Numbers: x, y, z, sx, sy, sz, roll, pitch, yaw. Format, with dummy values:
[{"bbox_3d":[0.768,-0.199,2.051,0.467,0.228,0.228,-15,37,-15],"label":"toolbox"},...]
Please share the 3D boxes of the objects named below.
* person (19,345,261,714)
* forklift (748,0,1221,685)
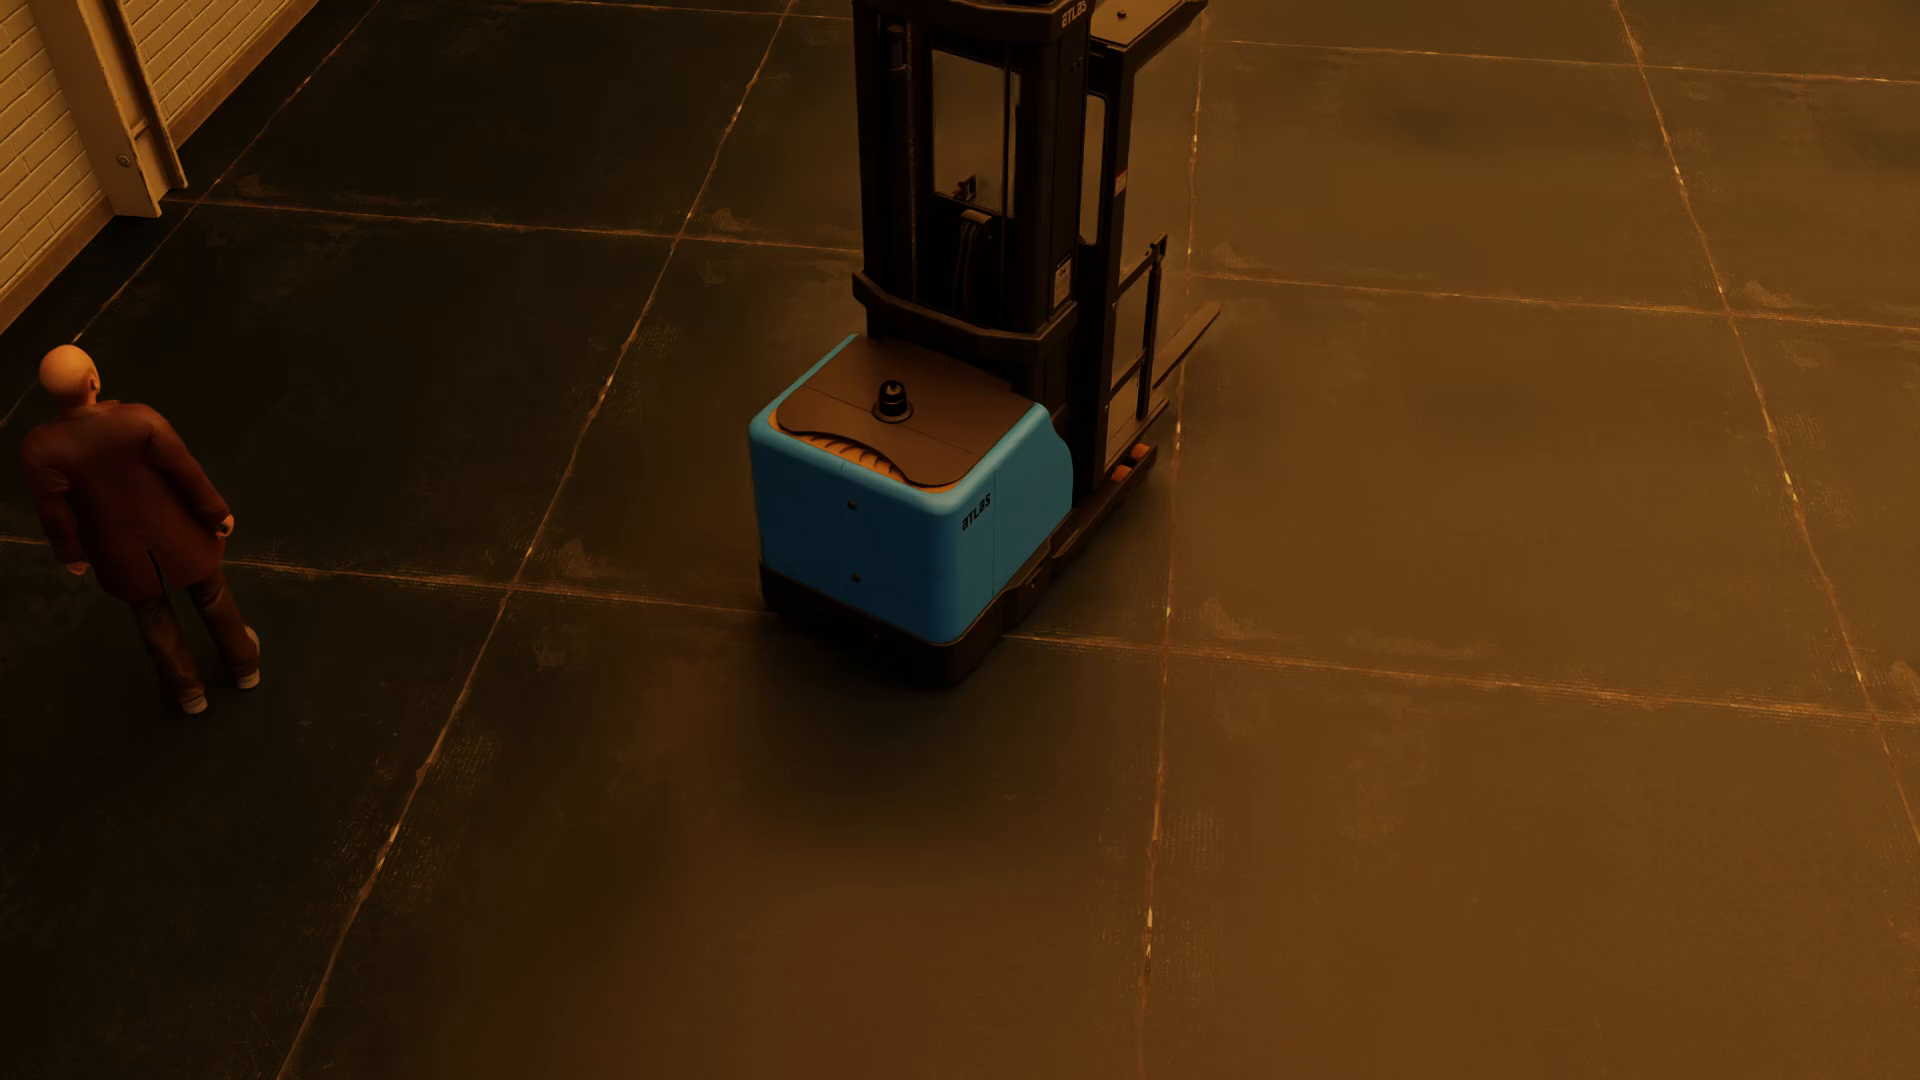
[{"bbox_3d":[-3.261,-0.061,6.641,0.655,1.782,0.428,-18,45,-18],"label":"person"},{"bbox_3d":[0.317,-1.436,7.287,1.130,2.935,3.031,23,47,23],"label":"forklift"}]
